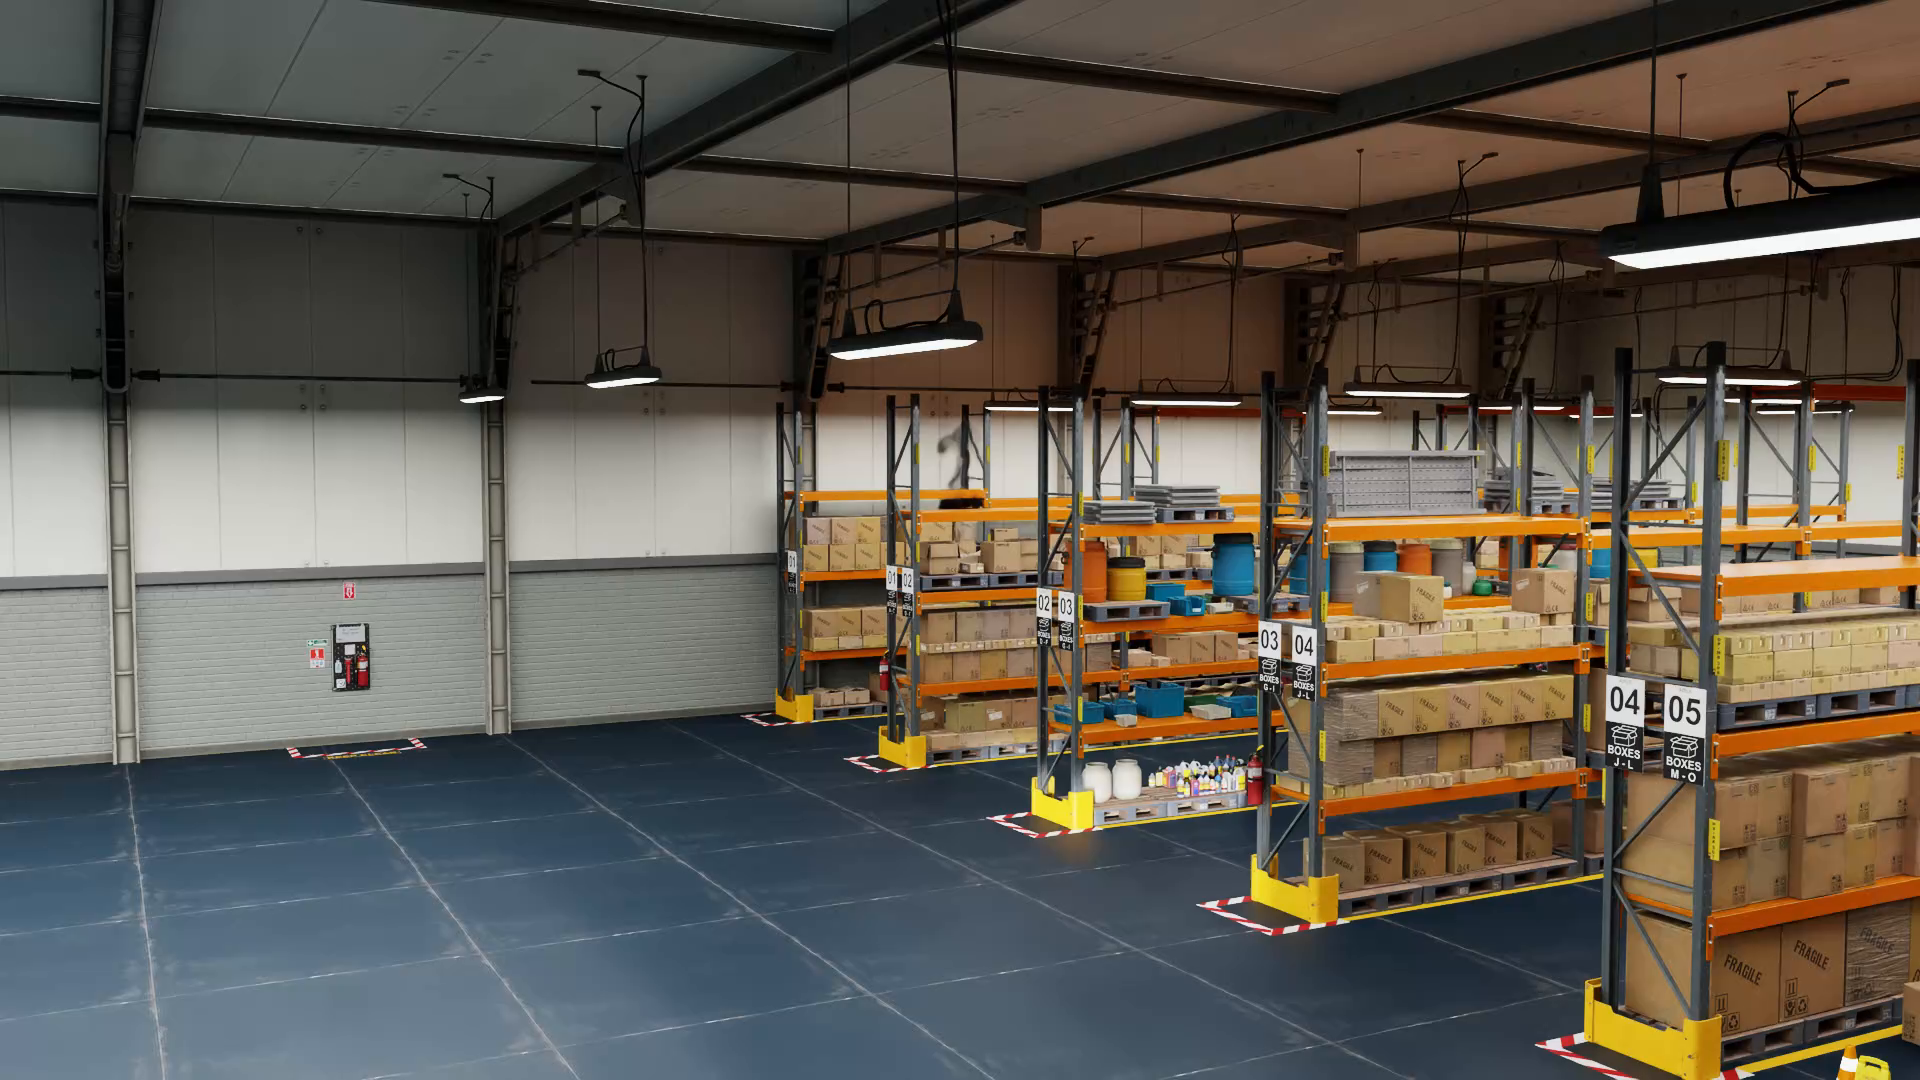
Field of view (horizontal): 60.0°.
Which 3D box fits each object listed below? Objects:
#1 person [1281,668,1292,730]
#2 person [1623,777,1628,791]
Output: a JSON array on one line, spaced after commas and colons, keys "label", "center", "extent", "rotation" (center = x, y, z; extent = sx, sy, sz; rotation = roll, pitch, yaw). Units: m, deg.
[{"label": "person", "center": [5.608, 2.731, 28.109], "extent": [0.693, 1.716, 0.647], "rotation": [-2, 4, -34]}, {"label": "person", "center": [9.489, 3.025, 23.301], "extent": [0.583, 1.633, 0.586], "rotation": [-2, 4, -27]}]
